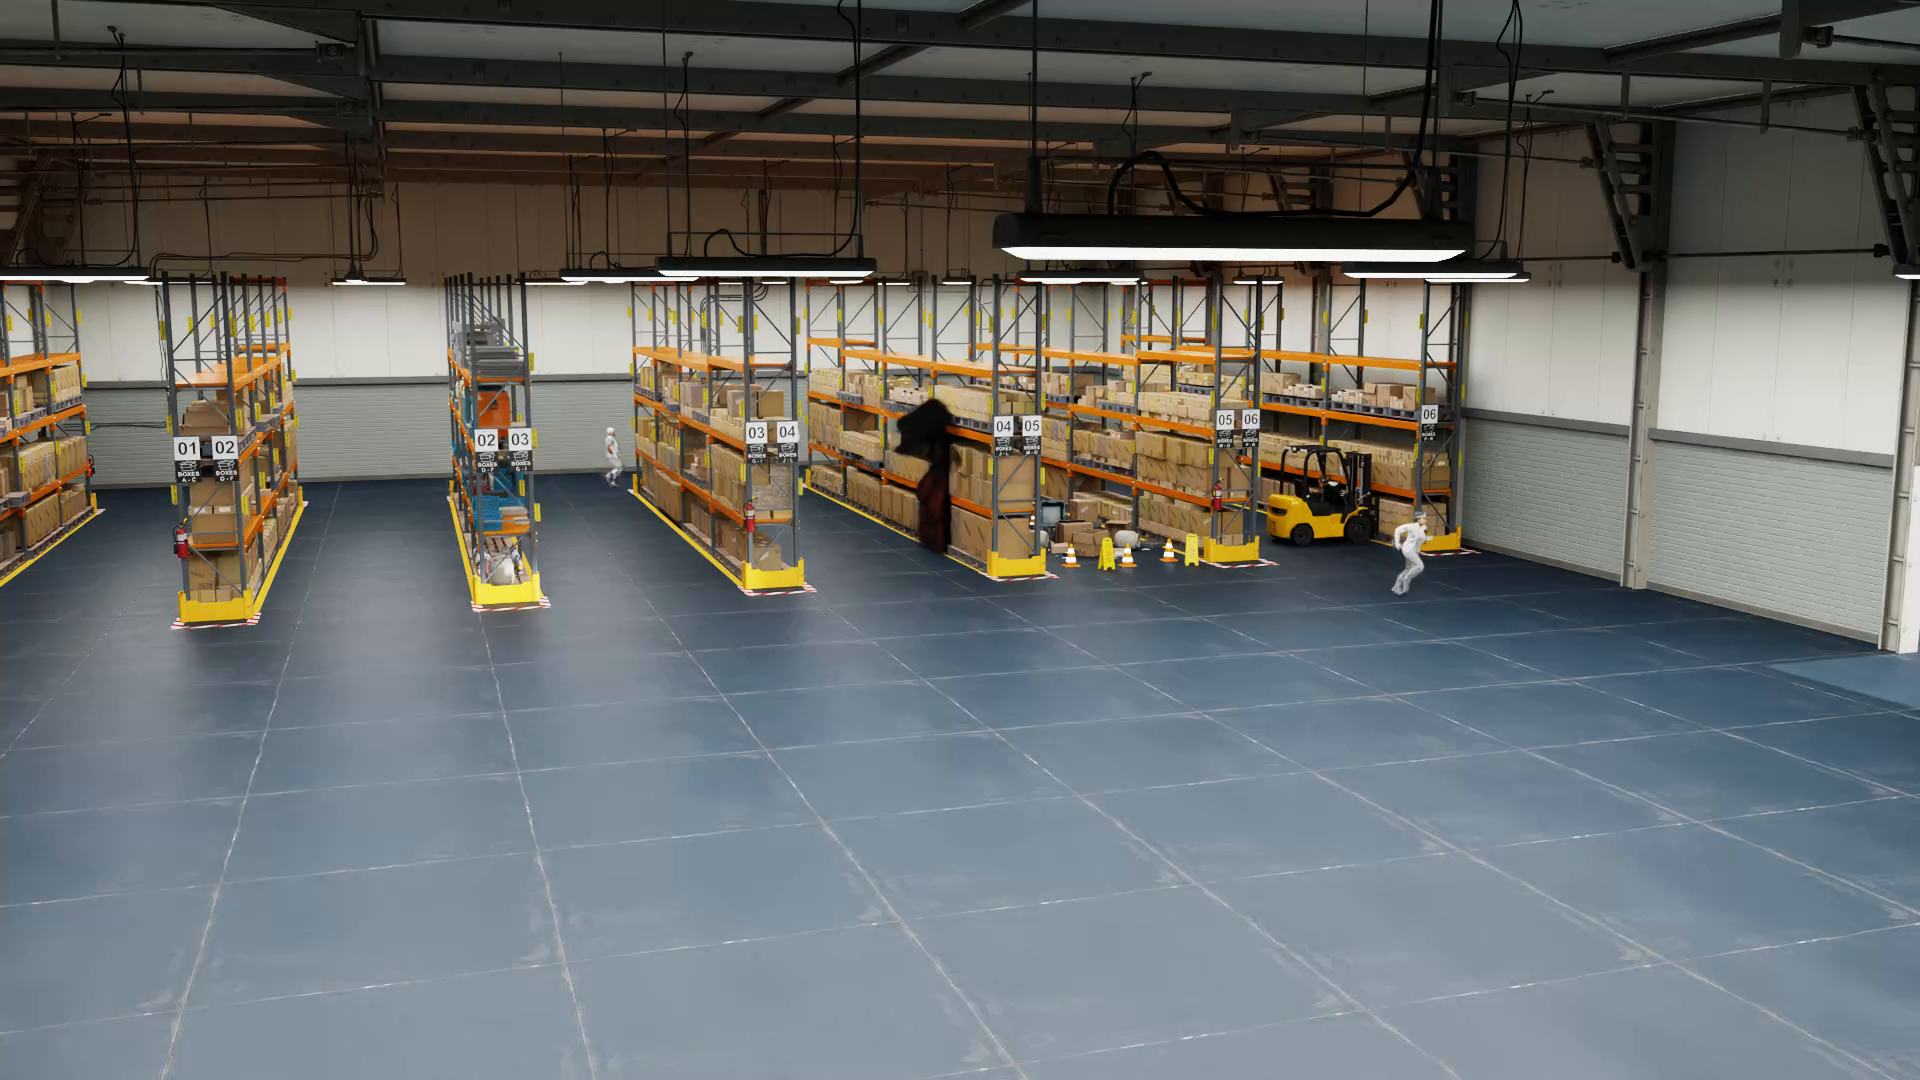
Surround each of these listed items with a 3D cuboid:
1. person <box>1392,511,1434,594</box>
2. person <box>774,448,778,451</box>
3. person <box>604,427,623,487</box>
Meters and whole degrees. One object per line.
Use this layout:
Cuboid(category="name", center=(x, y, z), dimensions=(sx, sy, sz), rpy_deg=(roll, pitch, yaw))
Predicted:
Cuboid(category="person", center=(8.461, 0.236, 31.088), dimensions=(0.599, 1.609, 0.805), rpy_deg=(-8, 12, -44))
Cuboid(category="person", center=(-5.242, -2.597, 49.583), dimensions=(0.740, 1.757, 0.845), rpy_deg=(3, 9, 22))
Cuboid(category="person", center=(-10.061, -2.394, 48.152), dimensions=(0.551, 1.742, 0.657), rpy_deg=(-3, 9, -20))
